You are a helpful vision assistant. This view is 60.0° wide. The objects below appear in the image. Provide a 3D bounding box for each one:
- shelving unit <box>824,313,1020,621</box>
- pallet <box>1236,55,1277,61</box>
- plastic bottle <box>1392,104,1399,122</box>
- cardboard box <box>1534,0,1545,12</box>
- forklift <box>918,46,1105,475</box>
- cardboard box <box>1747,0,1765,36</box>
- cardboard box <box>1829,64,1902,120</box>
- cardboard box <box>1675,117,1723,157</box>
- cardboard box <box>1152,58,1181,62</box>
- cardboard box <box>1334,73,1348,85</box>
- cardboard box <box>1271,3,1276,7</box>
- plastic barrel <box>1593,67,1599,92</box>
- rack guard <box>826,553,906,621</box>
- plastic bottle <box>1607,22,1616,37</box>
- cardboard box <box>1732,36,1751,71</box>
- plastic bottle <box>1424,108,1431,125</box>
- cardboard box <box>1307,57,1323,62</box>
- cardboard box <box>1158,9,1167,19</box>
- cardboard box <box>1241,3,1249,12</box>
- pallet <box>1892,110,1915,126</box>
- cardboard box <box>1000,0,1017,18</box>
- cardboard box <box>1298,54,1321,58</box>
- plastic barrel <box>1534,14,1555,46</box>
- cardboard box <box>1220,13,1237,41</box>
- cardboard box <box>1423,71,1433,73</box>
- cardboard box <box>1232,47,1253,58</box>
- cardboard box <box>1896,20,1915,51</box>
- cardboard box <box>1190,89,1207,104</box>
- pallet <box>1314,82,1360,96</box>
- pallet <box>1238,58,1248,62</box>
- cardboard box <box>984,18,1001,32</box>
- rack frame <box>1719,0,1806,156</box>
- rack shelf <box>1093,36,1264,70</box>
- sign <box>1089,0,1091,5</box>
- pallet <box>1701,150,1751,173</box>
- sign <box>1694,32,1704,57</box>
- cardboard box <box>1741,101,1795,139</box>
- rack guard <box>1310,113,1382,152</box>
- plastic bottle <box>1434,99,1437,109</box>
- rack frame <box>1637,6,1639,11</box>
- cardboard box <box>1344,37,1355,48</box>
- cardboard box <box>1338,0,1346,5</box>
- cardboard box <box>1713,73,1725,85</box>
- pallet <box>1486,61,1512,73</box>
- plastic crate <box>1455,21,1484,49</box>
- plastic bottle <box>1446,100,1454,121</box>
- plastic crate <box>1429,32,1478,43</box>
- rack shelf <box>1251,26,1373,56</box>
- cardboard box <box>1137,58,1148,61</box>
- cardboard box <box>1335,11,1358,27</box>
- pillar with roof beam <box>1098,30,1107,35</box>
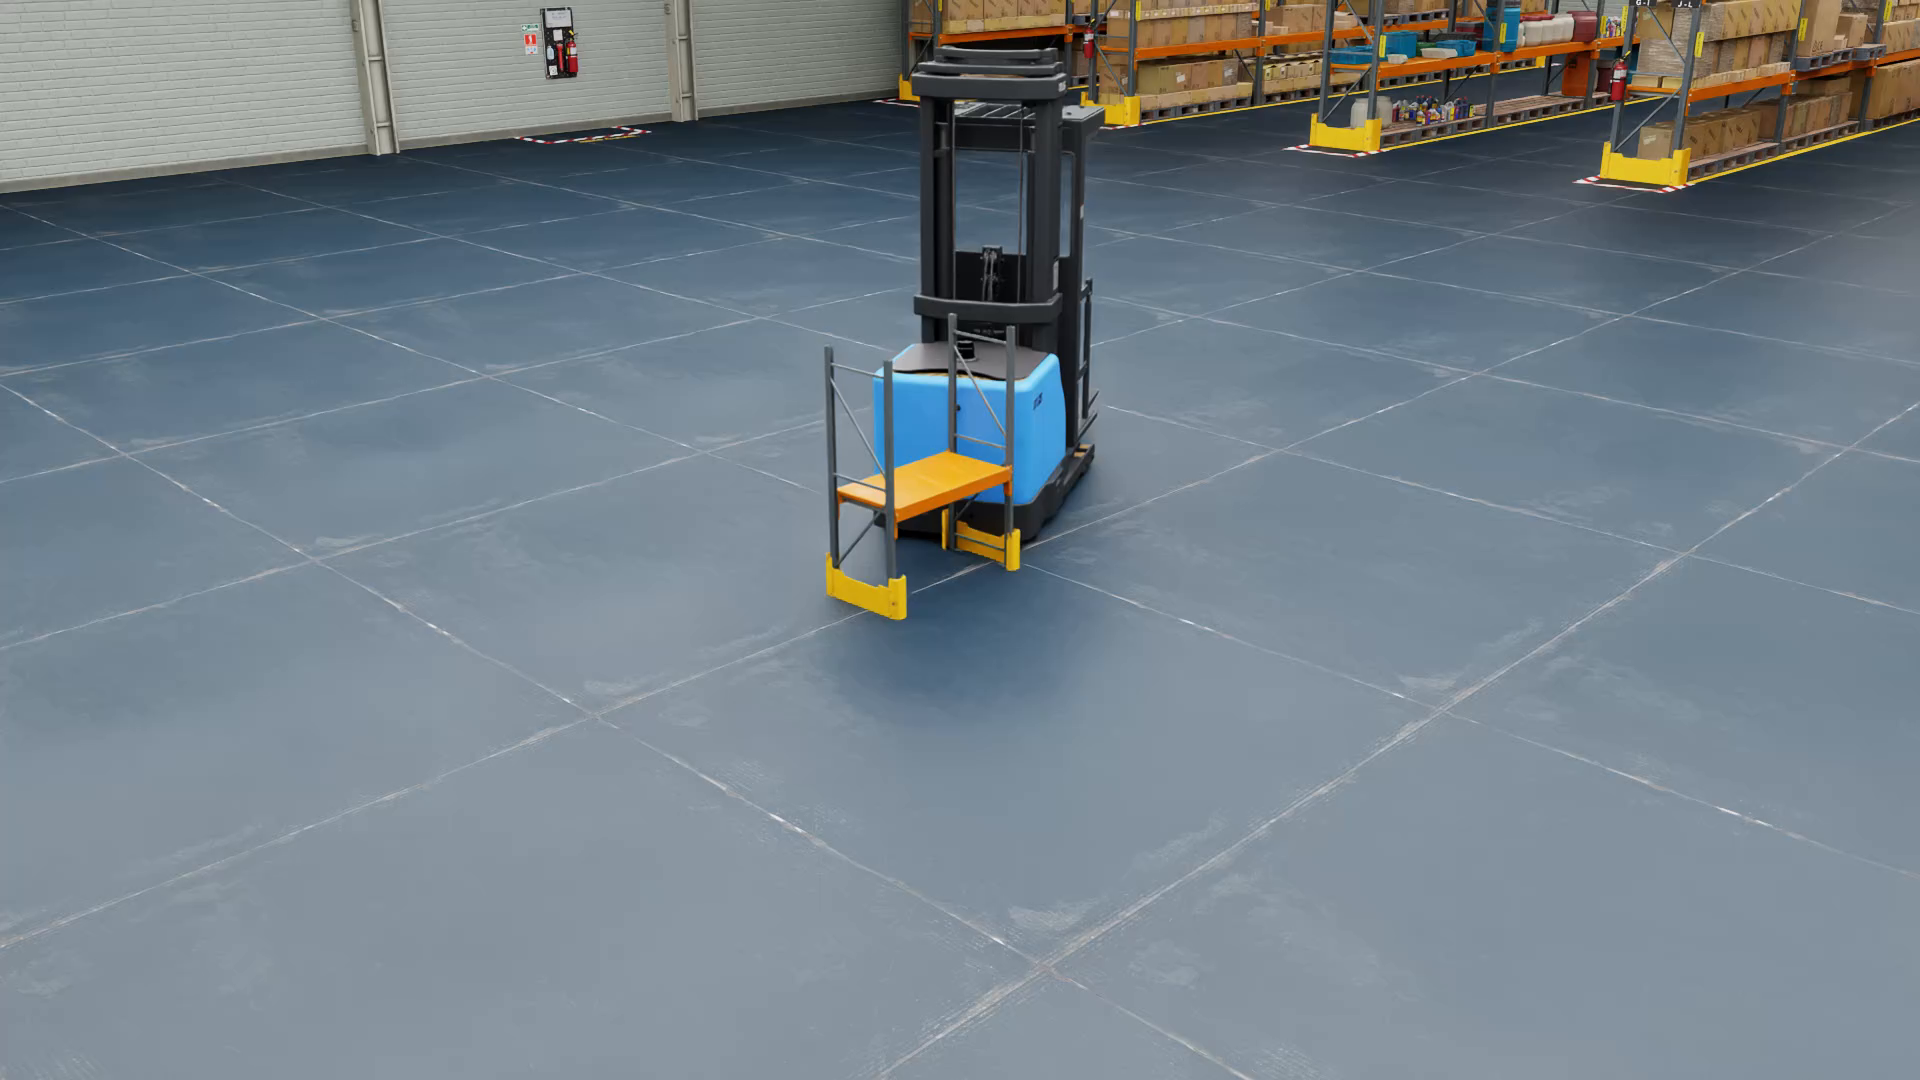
[{"bbox_3d":[-0.209,-0.454,9.664,0.587,1.500,1.083,18,27,39],"label":"shelving unit"},{"bbox_3d":[7.103,-11.891,41.218,1.003,0.211,1.213,19,28,41],"label":"pallet"},{"bbox_3d":[7.553,-7.397,28.810,0.061,0.283,0.133,19,28,41],"label":"plastic bottle"},{"bbox_3d":[13.812,-13.063,40.240,0.500,0.500,0.500,-19,28,-40],"label":"cardboard box"},{"bbox_3d":[0.345,-1.857,11.321,1.121,2.935,3.031,6,22,15],"label":"forklift"},{"bbox_3d":[11.488,-7.717,24.524,0.500,0.500,0.500,19,28,41],"label":"cardboard box"},{"bbox_3d":[15.940,-8.039,29.685,1.225,0.875,0.875,18,27,38],"label":"cardboard box"},{"bbox_3d":[11.153,-6.110,25.190,0.500,0.500,0.500,-17,27,-37],"label":"cardboard box"},{"bbox_3d":[3.965,-8.950,31.882,0.500,0.500,0.500,19,28,41],"label":"cardboard box"},{"bbox_3d":[7.799,-9.726,34.945,0.500,0.250,0.500,19,28,40],"label":"cardboard box"},{"bbox_3d":[7.554,-13.144,40.914,0.380,0.149,0.250,20,28,41],"label":"cardboard box"},{"bbox_3d":[12.554,-9.235,33.302,0.421,0.512,0.421,0,21,0],"label":"plastic barrel"},{"bbox_3d":[-0.542,0.263,9.543,0.587,0.250,0.087,18,27,39],"label":"rack guard"},{"bbox_3d":[12.751,-9.994,32.567,0.152,0.276,0.135,19,28,41],"label":"plastic bottle"},{"bbox_3d":[11.266,-7.328,24.905,0.875,0.500,0.500,19,28,41],"label":"cardboard box"},{"bbox_3d":[7.973,-7.225,28.364,0.133,0.283,0.061,-20,28,-41],"label":"plastic bottle"},{"bbox_3d":[7.448,-9.857,34.504,0.500,0.311,0.500,19,28,40],"label":"cardboard box"},{"bbox_3d":[3.553,-9.615,30.367,0.380,0.149,0.250,19,28,41],"label":"cardboard box"},{"bbox_3d":[5.348,-10.278,32.090,0.380,0.149,0.250,19,28,40],"label":"cardboard box"},{"bbox_3d":[16.899,-7.857,30.722,1.003,0.211,1.213,19,28,41],"label":"pallet"},{"bbox_3d":[0.833,-11.054,34.288,0.500,0.500,0.500,-19,28,-40],"label":"cardboard box"},{"bbox_3d":[7.412,-10.119,35.186,0.500,0.311,0.500,18,28,39],"label":"cardboard box"},{"bbox_3d":[10.743,-9.428,30.734,0.433,0.535,0.433,0,21,0],"label":"plastic barrel"},{"bbox_3d":[4.890,-9.909,32.034,0.700,0.500,0.500,19,28,40],"label":"cardboard box"},{"bbox_3d":[10.299,-10.757,37.252,0.500,0.500,0.500,20,29,41],"label":"cardboard box"},{"bbox_3d":[6.609,-12.174,40.478,0.750,0.750,0.750,-19,28,-40],"label":"cardboard box"},{"bbox_3d":[16.691,-9.032,29.753,0.500,0.500,0.500,19,28,40],"label":"cardboard box"},{"bbox_3d":[4.349,-8.466,31.668,0.500,0.250,0.500,19,28,41],"label":"cardboard box"},{"bbox_3d":[7.746,-9.640,35.360,1.003,0.211,1.213,19,28,41],"label":"pallet"},{"bbox_3d":[6.252,-11.576,40.398,1.003,0.211,1.213,19,28,41],"label":"pallet"},{"bbox_3d":[0.495,-10.577,34.094,0.500,0.250,0.500,19,28,40],"label":"cardboard box"},{"bbox_3d":[12.653,-7.634,26.256,1.000,3.000,0.127,19,28,41],"label":"rack frame"},{"bbox_3d":[4.163,-9.265,31.501,1.077,0.370,4.000,19,28,41],"label":"rack shelf"},{"bbox_3d":[2.389,-9.877,30.147,0.100,0.325,0.005,19,28,41],"label":"sign"},{"bbox_3d":[11.359,-5.836,25.465,1.003,0.211,1.213,19,28,41],"label":"pallet"},{"bbox_3d":[10.252,-6.875,23.073,0.100,0.325,0.005,19,28,41],"label":"sign"},{"bbox_3d":[13.097,-6.825,27.023,0.700,0.500,0.500,17,27,37],"label":"cardboard box"},{"bbox_3d":[6.333,-6.710,27.336,1.175,0.500,0.348,19,28,41],"label":"rack guard"},{"bbox_3d":[8.439,-7.723,29.659,0.061,0.283,0.133,19,28,41],"label":"plastic bottle"},{"bbox_3d":[14.685,-10.931,34.832,1.000,3.000,0.127,19,28,41],"label":"rack frame"},{"bbox_3d":[9.961,-13.263,43.798,0.700,0.500,0.500,19,28,41],"label":"cardboard box"},{"bbox_3d":[9.529,-14.255,43.063,0.980,0.700,0.700,19,28,40],"label":"cardboard box"},{"bbox_3d":[10.945,-6.755,24.317,0.380,0.149,0.250,19,28,41],"label":"cardboard box"},{"bbox_3d":[12.470,-11.361,39.839,1.003,0.211,1.213,19,28,41],"label":"pallet"},{"bbox_3d":[9.223,-9.105,29.993,0.402,0.464,0.583,19,28,41],"label":"plastic crate"},{"bbox_3d":[8.503,-7.473,28.915,0.144,0.351,0.185,19,28,40],"label":"plastic bottle"},{"bbox_3d":[8.648,-8.742,29.225,0.767,0.338,0.504,19,28,41],"label":"plastic crate"},{"bbox_3d":[6.953,-10.293,34.176,1.077,0.370,4.000,19,28,41],"label":"rack shelf"},{"bbox_3d":[3.889,-11.119,38.193,0.700,0.500,0.500,19,28,41],"label":"cardboard box"},{"bbox_3d":[8.063,-11.019,35.186,0.500,0.311,0.500,-18,27,-39],"label":"cardboard box"},{"bbox_3d":[6.354,-13.987,34.422,9.100,9.000,0.400,19,28,41],"label":"pillar with roof beam"}]
